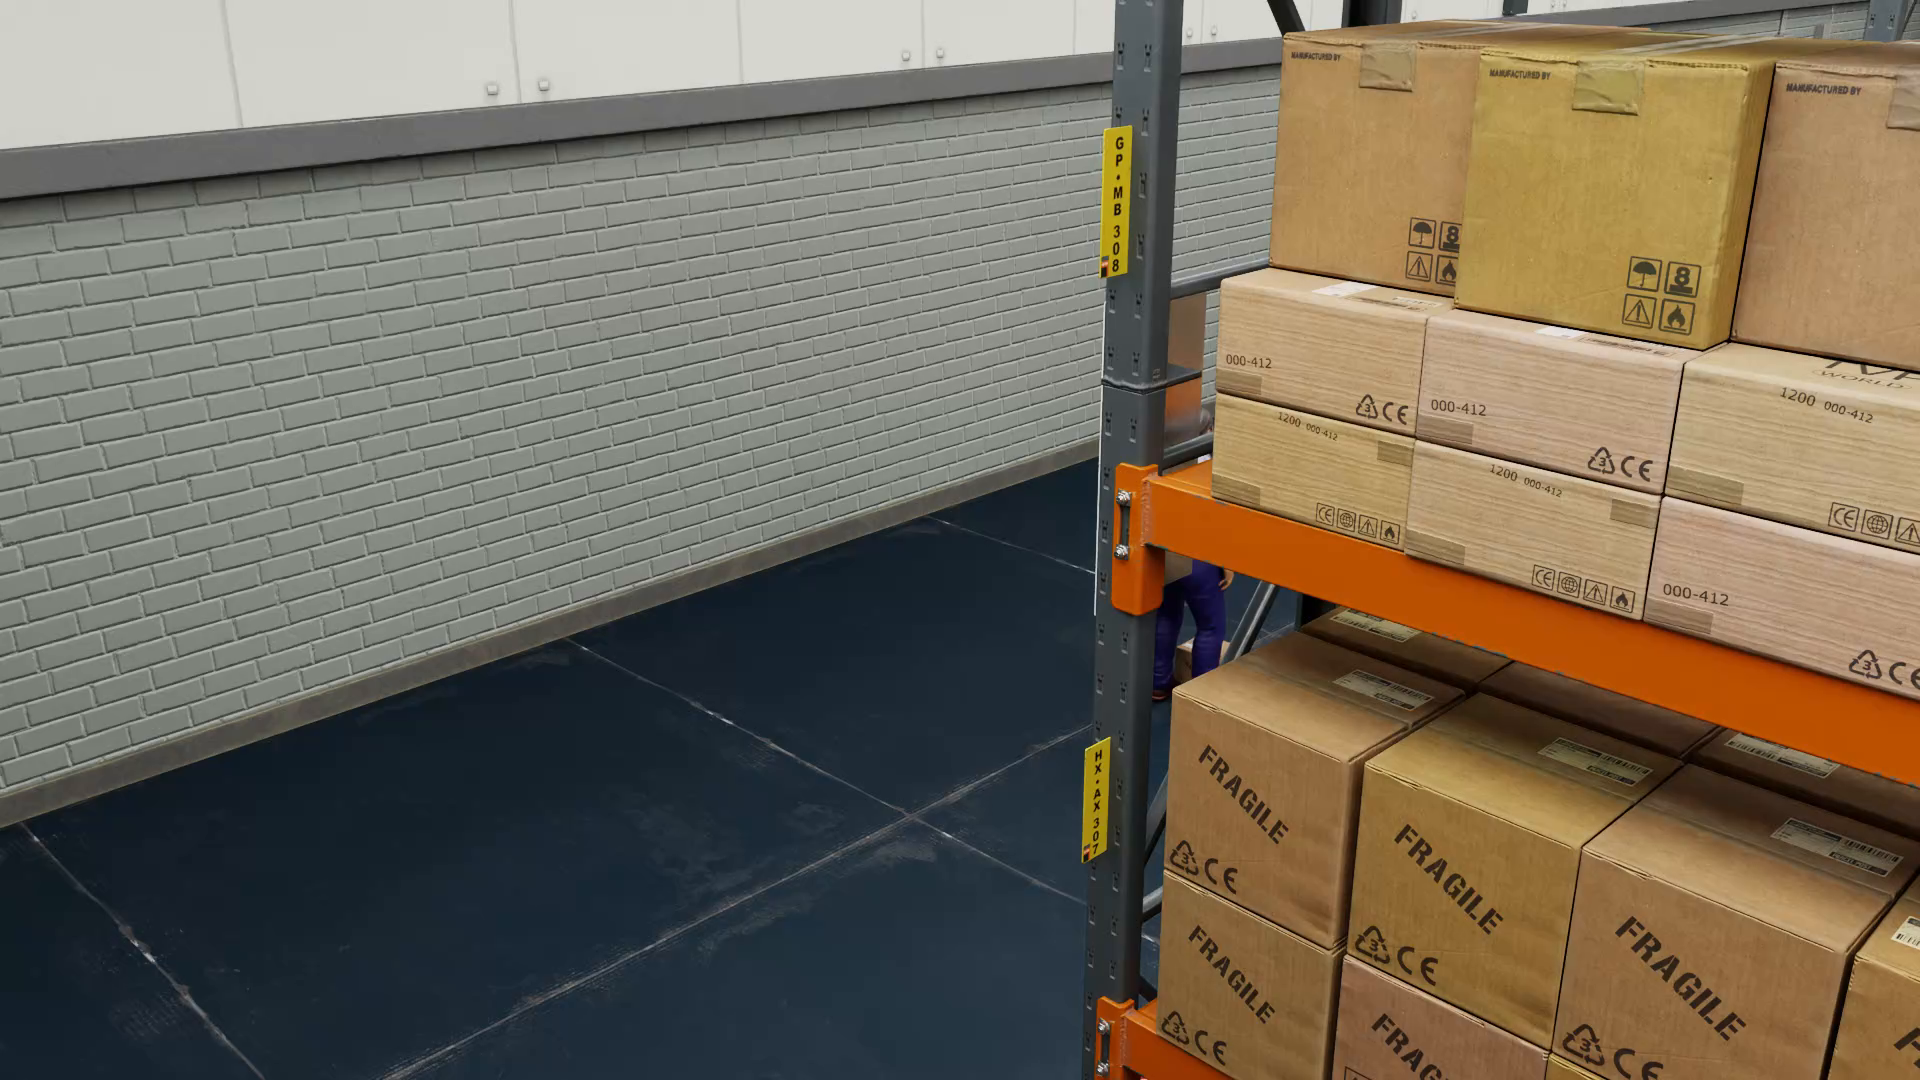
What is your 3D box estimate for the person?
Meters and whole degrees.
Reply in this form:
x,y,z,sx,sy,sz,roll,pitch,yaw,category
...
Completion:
x,y,z,sx,sy,sz,roll,pitch,yaw,category
1.209,0.111,8.798,0.564,1.652,0.369,17,27,38,person
